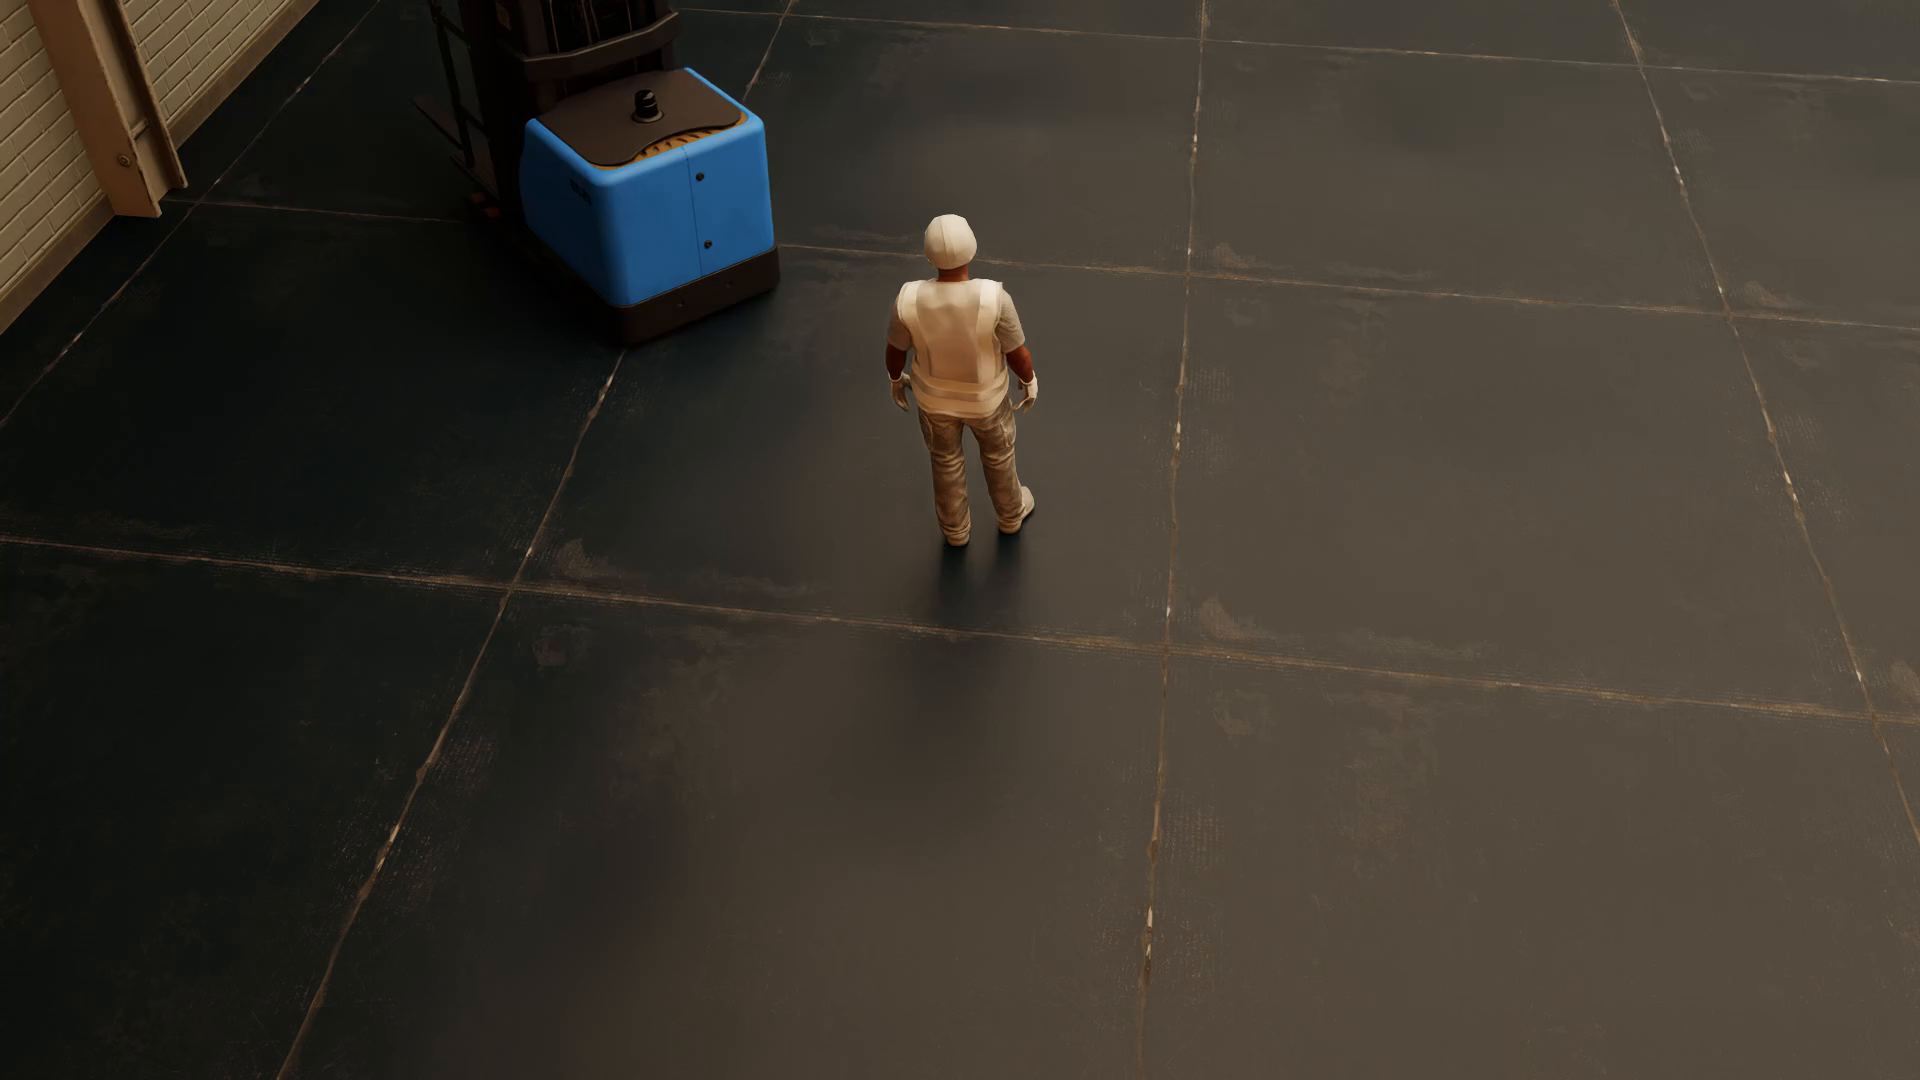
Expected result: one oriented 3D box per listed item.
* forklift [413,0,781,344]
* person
[{"bbox_3d":[-2.312,-3.073,9.069,1.130,2.935,3.031,-28,49,-27],"label":"forklift"},{"bbox_3d":[0.018,-0.710,7.334,0.657,1.783,0.576,5,43,6],"label":"person"}]
